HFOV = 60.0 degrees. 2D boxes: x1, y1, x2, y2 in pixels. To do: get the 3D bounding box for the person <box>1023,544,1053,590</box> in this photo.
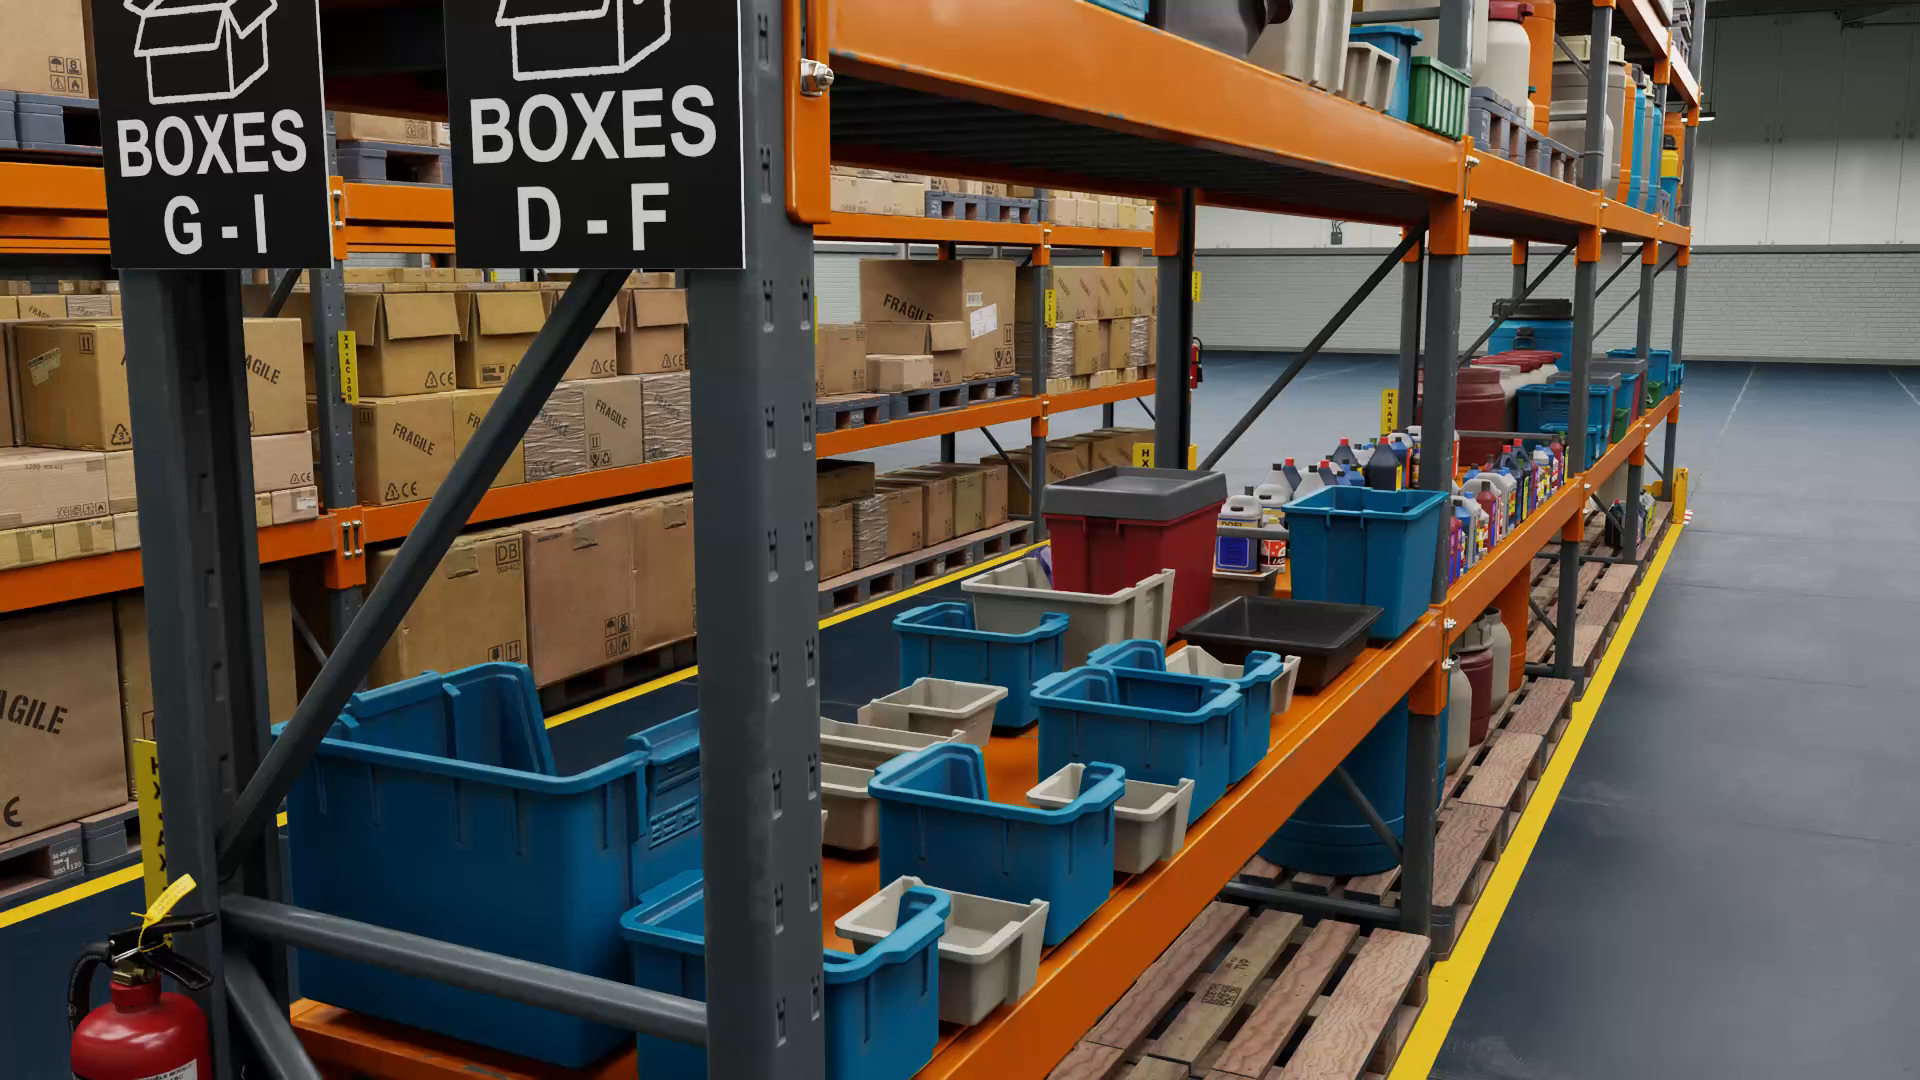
[{"bbox_3d":[0.735,0.356,10.642,0.717,0.723,0.509,4,10,24],"label":"person"}]
